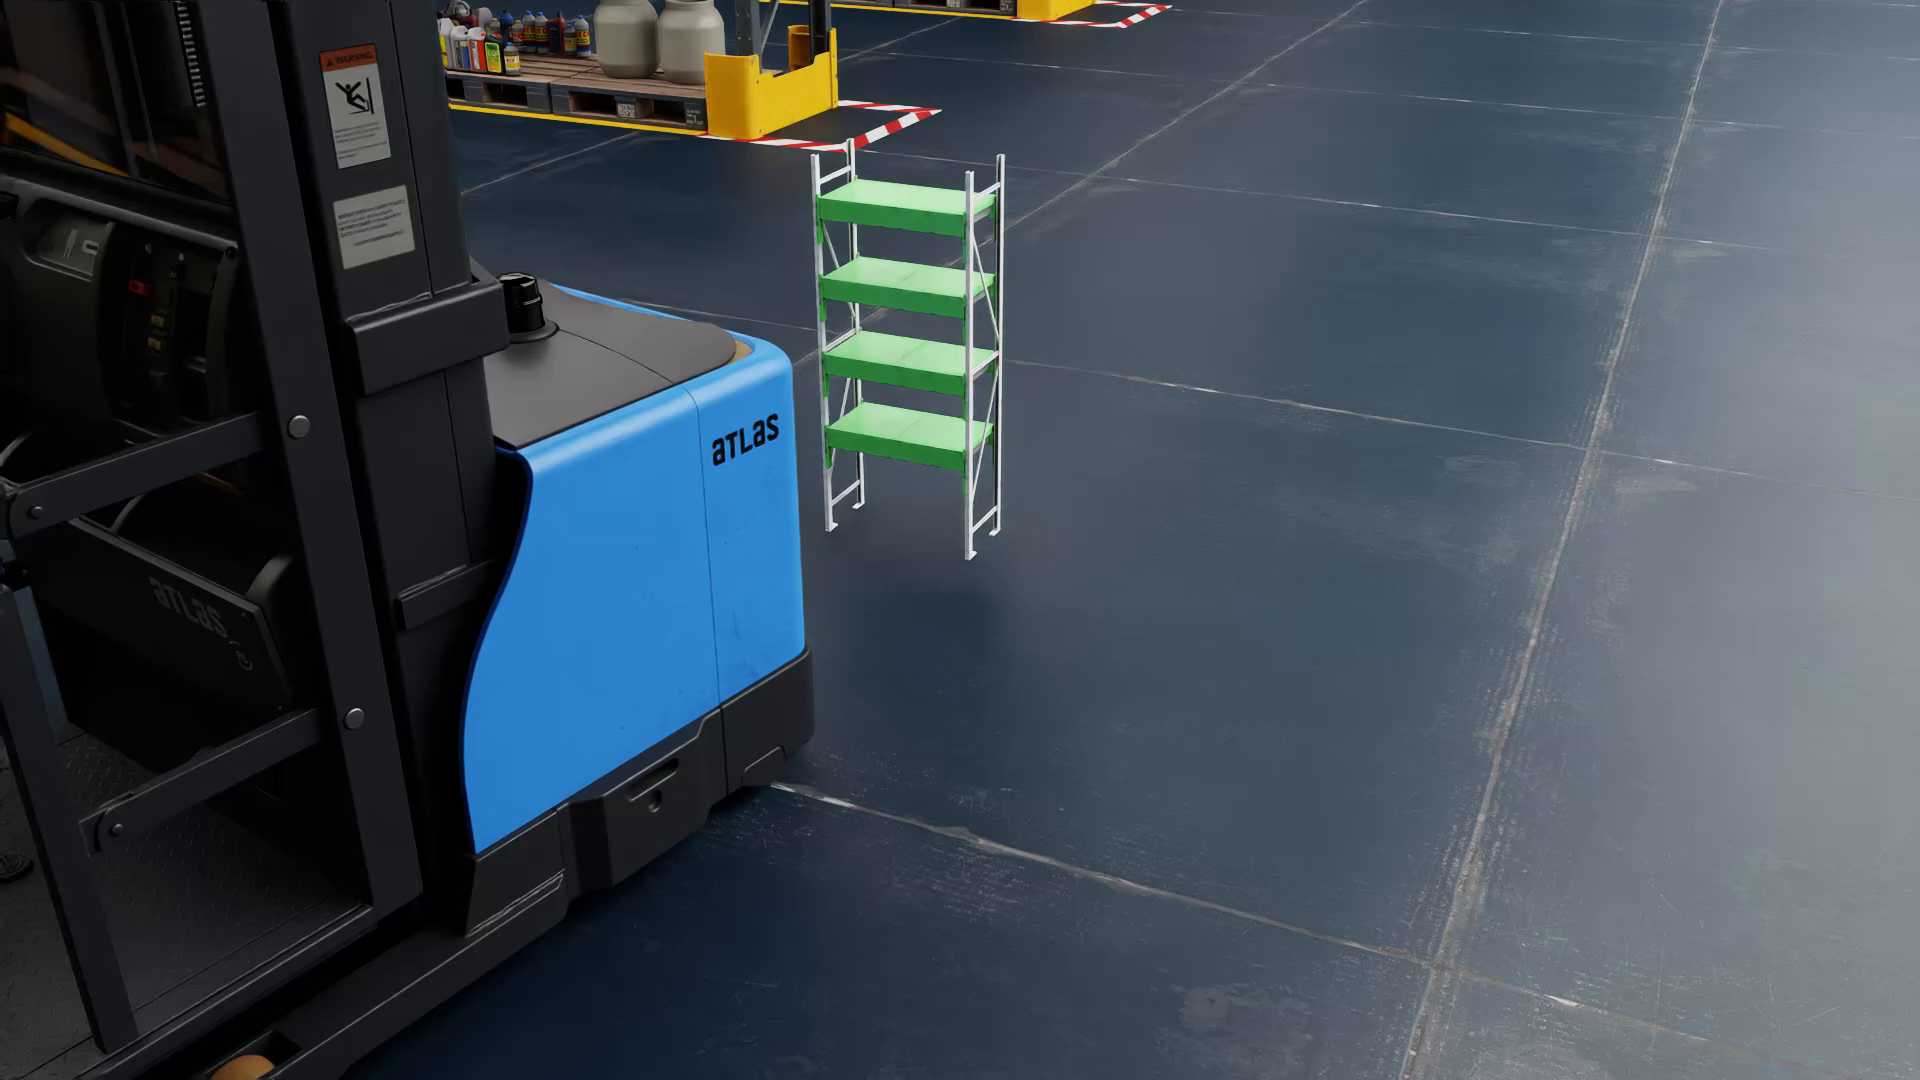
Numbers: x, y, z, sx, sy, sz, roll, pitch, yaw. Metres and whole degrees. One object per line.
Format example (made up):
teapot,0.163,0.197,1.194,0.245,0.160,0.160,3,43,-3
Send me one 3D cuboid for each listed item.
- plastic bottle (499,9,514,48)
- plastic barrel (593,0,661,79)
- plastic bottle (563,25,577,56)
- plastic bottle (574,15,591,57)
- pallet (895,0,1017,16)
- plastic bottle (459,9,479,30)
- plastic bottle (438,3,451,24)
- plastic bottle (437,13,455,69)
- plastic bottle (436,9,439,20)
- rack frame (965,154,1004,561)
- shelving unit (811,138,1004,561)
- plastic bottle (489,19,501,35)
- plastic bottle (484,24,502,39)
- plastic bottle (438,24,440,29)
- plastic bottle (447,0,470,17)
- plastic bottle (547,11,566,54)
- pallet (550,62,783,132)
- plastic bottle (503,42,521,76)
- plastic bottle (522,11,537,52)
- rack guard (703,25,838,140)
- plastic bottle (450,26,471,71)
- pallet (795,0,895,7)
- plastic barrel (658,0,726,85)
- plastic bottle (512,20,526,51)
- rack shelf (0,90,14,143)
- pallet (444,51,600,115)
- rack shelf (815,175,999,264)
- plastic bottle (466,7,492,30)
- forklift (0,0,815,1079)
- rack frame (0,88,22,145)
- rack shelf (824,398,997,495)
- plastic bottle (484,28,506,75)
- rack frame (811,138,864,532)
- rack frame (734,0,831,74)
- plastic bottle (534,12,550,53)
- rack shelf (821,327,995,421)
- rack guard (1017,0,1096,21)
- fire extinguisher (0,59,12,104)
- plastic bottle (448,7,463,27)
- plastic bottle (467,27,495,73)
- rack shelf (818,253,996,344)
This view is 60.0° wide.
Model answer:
plastic bottle,-3.216,-3.626,11.810,0.097,0.271,0.097,0,26,0
plastic barrel,-2.194,-3.331,10.962,0.421,0.512,0.421,0,26,0
plastic bottle,-2.722,-3.495,11.624,0.097,0.201,0.097,0,26,0
plastic bottle,-2.628,-3.508,11.570,0.097,0.271,0.097,0,26,0
pallet,0.150,-4.995,15.156,1.213,0.211,1.003,11,28,22
plastic bottle,-3.471,-3.618,11.779,0.133,0.283,0.061,11,28,22
plastic bottle,-3.702,-3.738,12.023,0.133,0.283,0.061,13,29,25
plastic bottle,-3.457,-3.357,11.174,0.185,0.351,0.144,13,29,24
plastic bottle,-3.868,-3.781,12.035,0.185,0.351,0.144,10,28,19
rack frame,0.071,-0.524,4.956,0.015,1.200,0.240,11,28,22
shelving unit,-0.151,-0.569,5.046,0.503,1.200,0.258,11,28,22
plastic bottle,-3.308,-3.613,11.863,0.097,0.201,0.097,0,26,0
plastic bottle,-3.134,-3.316,11.167,0.133,0.283,0.061,11,28,22
plastic bottle,-3.588,-3.422,11.390,0.135,0.276,0.152,11,28,22
plastic bottle,-3.574,-3.722,11.915,0.185,0.351,0.144,11,28,21
plastic bottle,-2.827,-3.562,11.666,0.133,0.283,0.061,12,29,23
pallet,-1.933,-2.972,11.048,1.213,0.211,1.003,11,28,22
plastic bottle,-2.960,-3.179,10.982,0.097,0.201,0.097,0,26,0
plastic bottle,-3.031,-3.589,11.734,0.097,0.271,0.097,0,26,0
rack guard,-1.195,-2.951,10.679,0.348,0.500,1.175,11,28,22
plastic bottle,-3.304,-3.295,11.133,0.135,0.276,0.152,11,28,20
pallet,-0.957,-5.219,15.611,1.213,0.211,1.003,11,28,22
plastic barrel,-1.737,-3.240,10.775,0.421,0.512,0.421,0,26,0
plastic bottle,-3.121,-3.576,11.787,0.097,0.201,0.097,0,26,0
rack shelf,-4.981,-2.130,6.994,4.000,0.370,1.077,11,28,22
pallet,-3.039,-3.196,11.503,1.213,0.211,1.003,11,28,22
rack shelf,-0.151,-0.942,4.863,0.480,0.148,0.258,11,28,22
plastic bottle,-3.427,-3.657,11.868,0.135,0.276,0.152,12,29,23
forklift,-1.636,-0.386,2.716,1.130,2.935,3.031,18,31,32
rack frame,-3.160,-2.087,6.093,0.127,3.000,1.000,11,28,22
rack shelf,-0.151,-0.296,5.181,0.480,0.148,0.258,11,28,22
plastic bottle,-3.074,-3.230,10.992,0.133,0.283,0.061,12,29,23
rack frame,-0.373,-0.613,5.137,0.015,1.200,0.240,11,28,22
rack frame,-1.107,-4.078,10.137,0.127,3.000,1.000,11,28,22
plastic bottle,-2.940,-3.571,11.697,0.097,0.271,0.097,0,26,0
rack shelf,-0.151,-0.511,5.075,0.480,0.148,0.258,11,28,22
rack guard,0.874,-4.962,14.762,0.348,0.500,1.175,11,28,22
fire extinguisher,-3.245,-1.844,5.686,0.183,0.674,0.296,11,28,22
plastic bottle,-3.593,-3.646,11.837,0.133,0.283,0.061,11,28,22
plastic bottle,-3.178,-3.270,11.081,0.135,0.276,0.152,12,28,22
rack shelf,-0.151,-0.727,4.969,0.480,0.148,0.258,11,28,22
